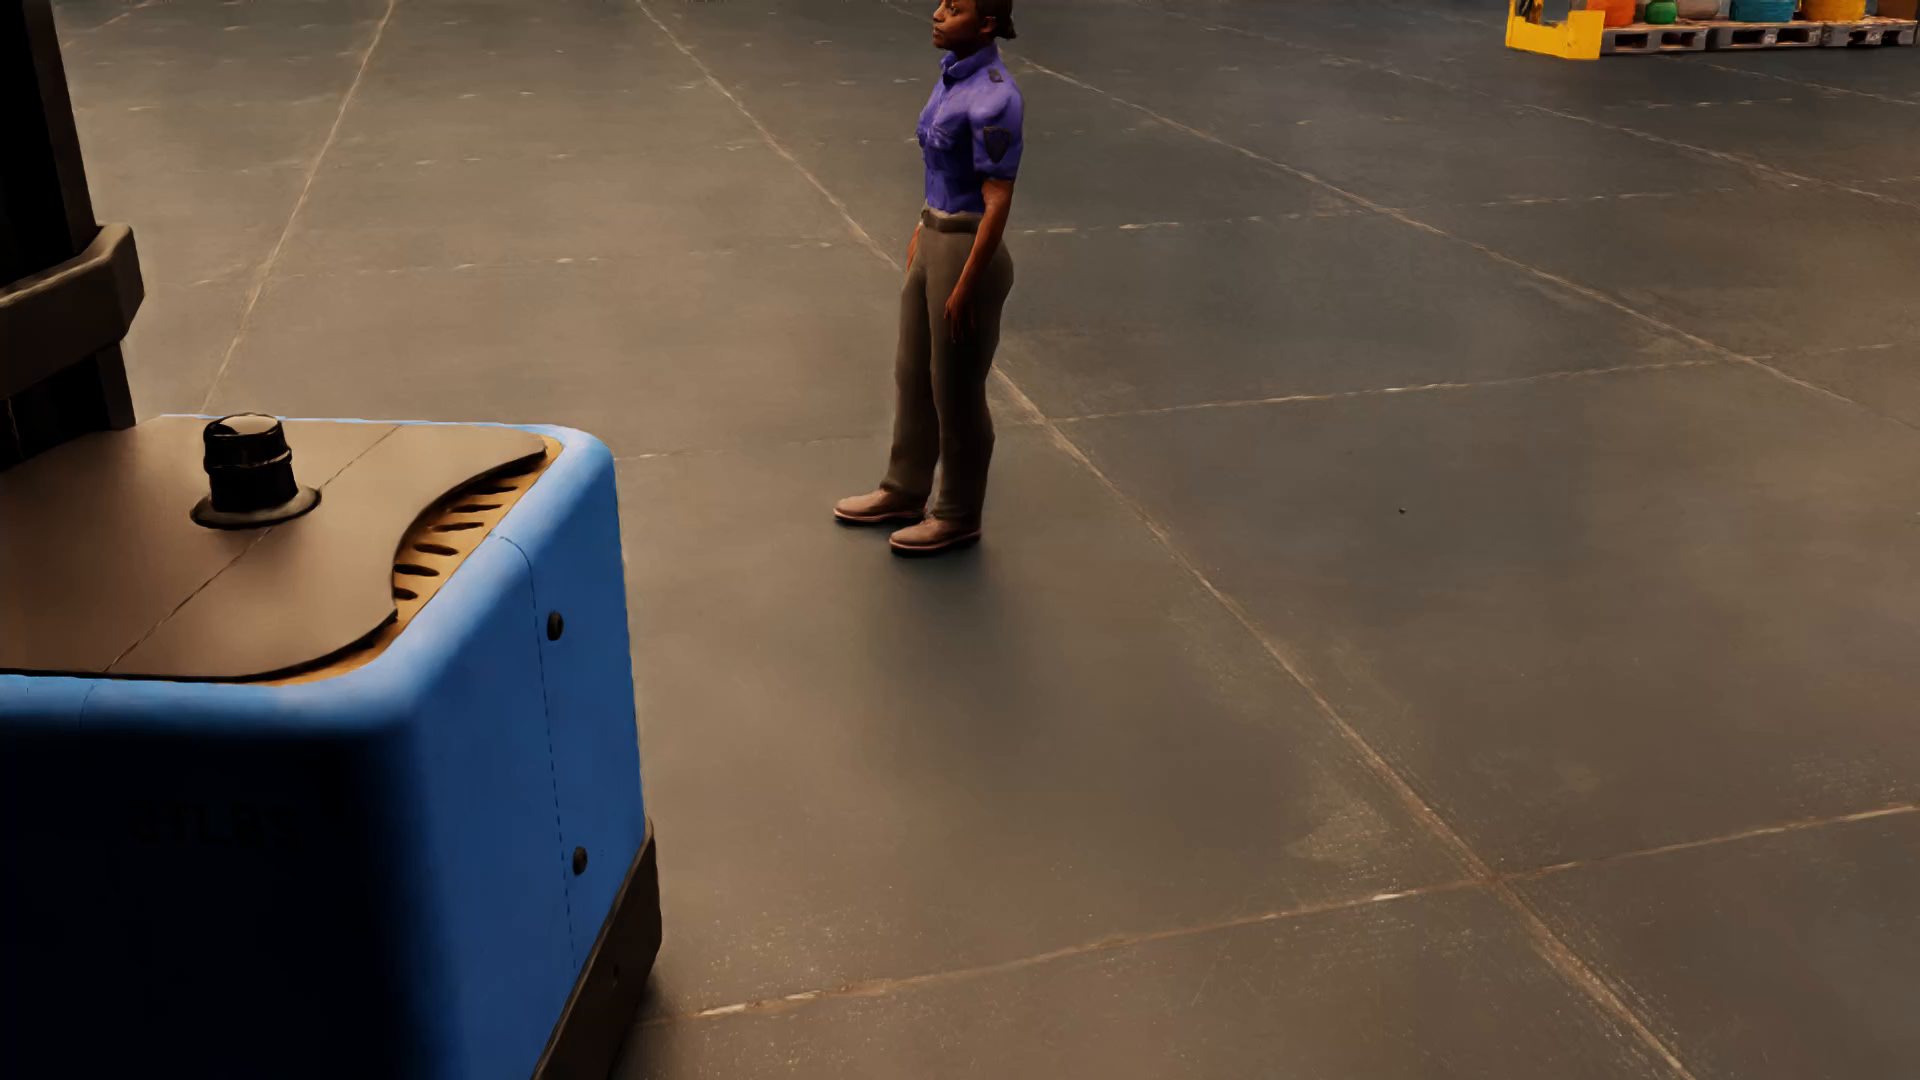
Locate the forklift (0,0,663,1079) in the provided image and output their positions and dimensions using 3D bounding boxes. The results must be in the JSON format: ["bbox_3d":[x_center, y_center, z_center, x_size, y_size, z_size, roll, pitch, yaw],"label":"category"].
[{"bbox_3d":[-2.102,-0.416,2.288,3.031,2.935,1.130,2,23,4],"label":"forklift"}]

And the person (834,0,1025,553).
[{"bbox_3d":[-0.090,-0.743,4.732,0.503,1.603,0.570,-6,24,-14],"label":"person"}]
